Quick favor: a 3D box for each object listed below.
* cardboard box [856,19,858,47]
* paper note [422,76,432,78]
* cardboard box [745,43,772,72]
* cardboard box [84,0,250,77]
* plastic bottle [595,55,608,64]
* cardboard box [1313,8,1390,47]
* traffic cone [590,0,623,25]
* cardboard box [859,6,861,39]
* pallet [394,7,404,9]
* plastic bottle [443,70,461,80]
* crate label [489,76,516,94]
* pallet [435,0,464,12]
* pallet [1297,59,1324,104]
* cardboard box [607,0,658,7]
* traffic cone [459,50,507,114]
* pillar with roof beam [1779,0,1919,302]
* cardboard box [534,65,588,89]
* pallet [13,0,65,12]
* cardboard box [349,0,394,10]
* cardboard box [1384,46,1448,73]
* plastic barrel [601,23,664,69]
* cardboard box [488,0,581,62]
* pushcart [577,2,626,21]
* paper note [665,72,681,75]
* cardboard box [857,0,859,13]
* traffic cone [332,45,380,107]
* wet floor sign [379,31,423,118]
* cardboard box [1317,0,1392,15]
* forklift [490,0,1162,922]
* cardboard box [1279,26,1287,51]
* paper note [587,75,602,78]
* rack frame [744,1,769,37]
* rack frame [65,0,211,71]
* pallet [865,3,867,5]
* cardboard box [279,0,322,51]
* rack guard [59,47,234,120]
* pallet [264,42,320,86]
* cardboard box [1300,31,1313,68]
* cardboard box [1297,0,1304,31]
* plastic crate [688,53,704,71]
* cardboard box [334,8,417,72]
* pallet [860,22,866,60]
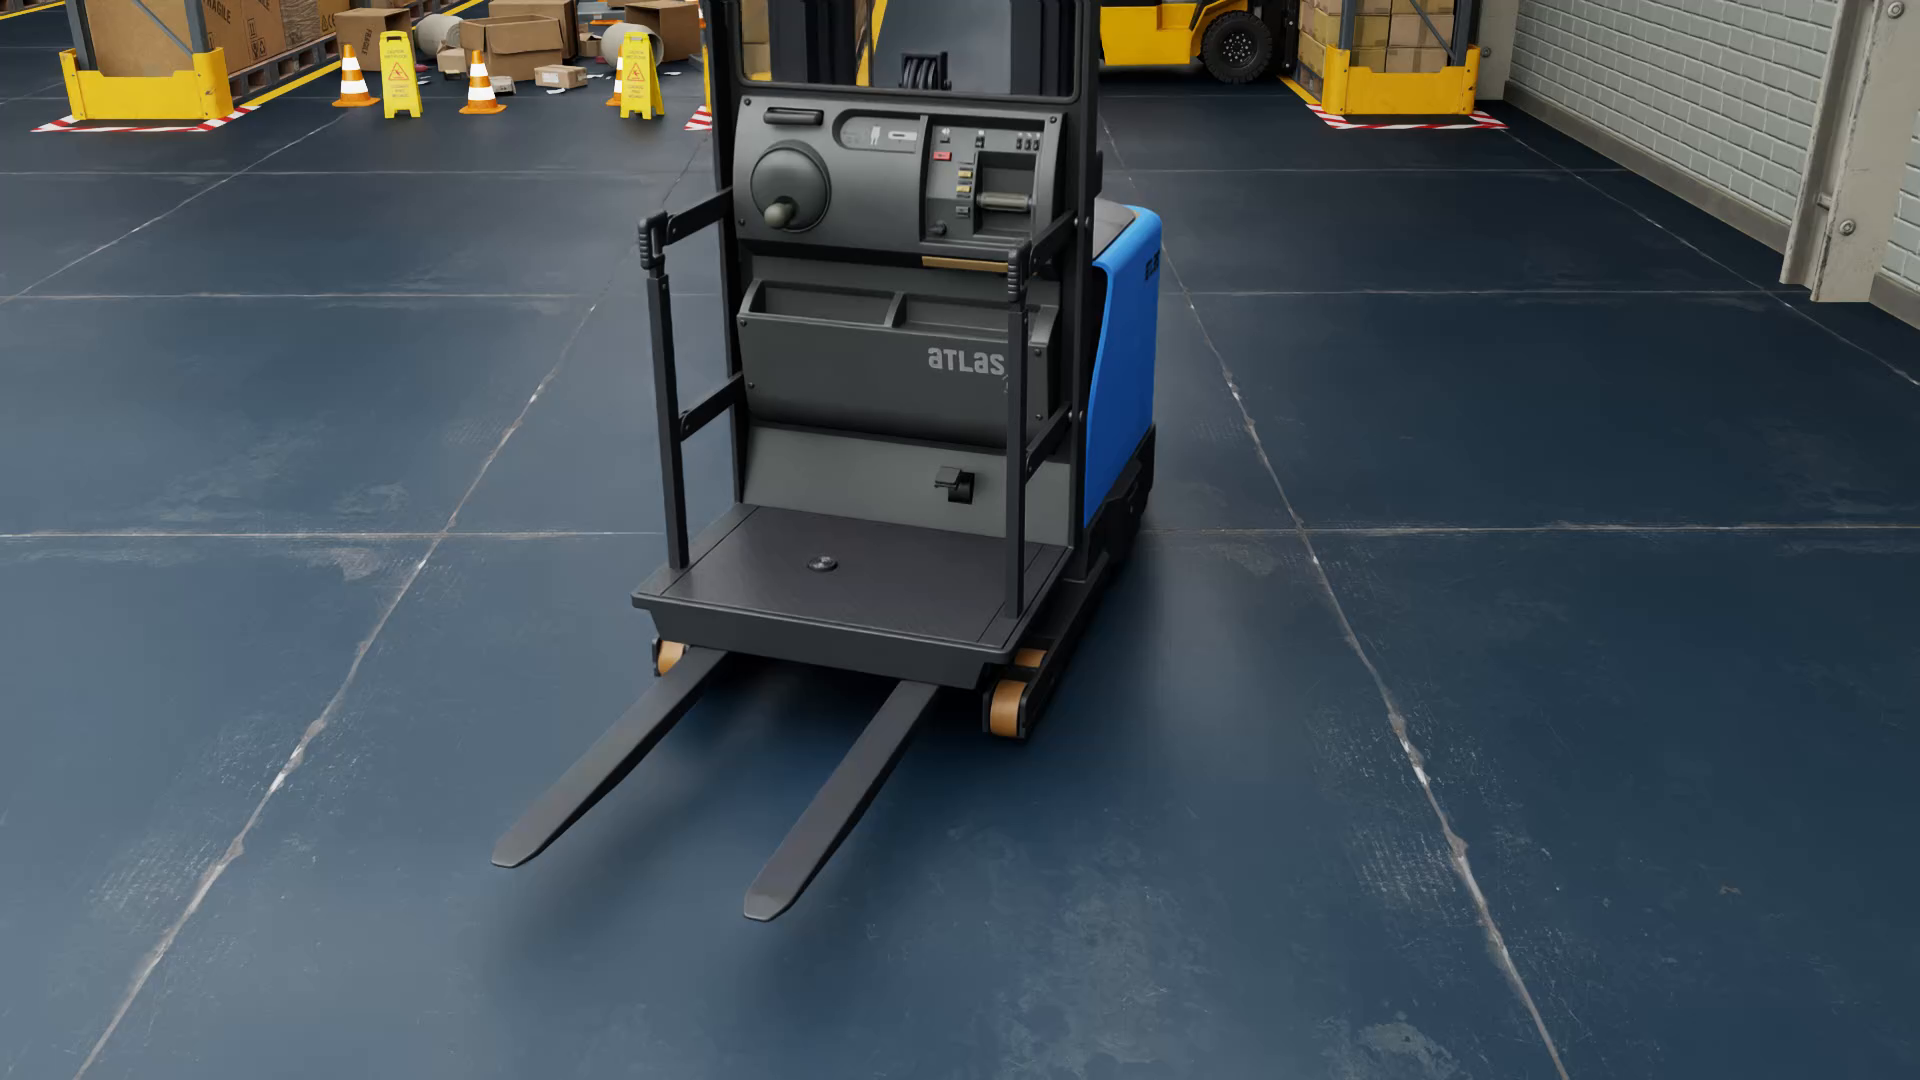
[{"bbox_3d":[-1.195,-4.518,14.927,0.500,0.250,0.500,1,24,3],"label":"cardboard box"},{"bbox_3d":[-4.795,-4.151,14.915,0.032,0.001,0.123,13,27,27],"label":"paper note"},{"bbox_3d":[-1.725,-4.091,13.983,0.500,0.250,0.500,0,24,-1],"label":"cardboard box"},{"bbox_3d":[-6.469,-4.249,13.574,0.875,0.875,0.875,0,24,0],"label":"cardboard box"},{"bbox_3d":[-3.351,-4.580,15.802,0.133,0.061,0.283,4,25,9],"label":"plastic bottle"},{"bbox_3d":[3.199,-4.200,13.617,0.500,0.250,0.500,-1,24,-1],"label":"cardboard box"},{"bbox_3d":[-3.907,-5.923,18.284,0.336,0.463,0.334,0,24,-1],"label":"traffic cone"},{"bbox_3d":[-1.199,-4.936,15.850,0.500,0.250,0.500,-1,24,-2],"label":"cardboard box"},{"bbox_3d":[-6.523,-5.442,17.527,1.003,0.211,1.213,0,24,-1],"label":"pallet"},{"bbox_3d":[-4.554,-4.172,14.901,0.133,0.061,0.283,-9,26,-19],"label":"plastic bottle"},{"bbox_3d":[-3.918,-3.856,14.111,0.250,0.136,0.298,-14,28,-28],"label":"crate label"},{"bbox_3d":[-6.549,-6.448,19.750,1.003,0.211,1.213,0,24,-1],"label":"pallet"},{"bbox_3d":[3.467,-3.879,14.070,1.003,0.211,1.213,0,24,-1],"label":"pallet"},{"bbox_3d":[-3.270,-5.645,16.705,0.500,0.500,0.500,0,24,-1],"label":"cardboard box"},{"bbox_3d":[-3.847,-3.681,13.328,0.336,0.463,0.334,0,24,-1],"label":"traffic cone"},{"bbox_3d":[0.171,-5.367,6.697,9.100,9.000,0.400,0,24,-1],"label":"pillar with roof beam"},{"bbox_3d":[-3.481,-4.043,14.508,0.380,0.149,0.250,13,27,27],"label":"cardboard box"},{"bbox_3d":[-11.436,-6.470,19.800,1.003,0.211,1.213,0,24,-1],"label":"pallet"},{"bbox_3d":[-6.536,-5.817,17.192,1.050,0.750,0.750,0,24,-1],"label":"cardboard box"},{"bbox_3d":[3.707,-3.976,13.729,0.500,0.250,0.500,0,24,0],"label":"cardboard box"},{"bbox_3d":[-2.983,-4.481,15.145,0.512,0.421,0.421,19,30,35],"label":"plastic barrel"},{"bbox_3d":[-4.016,-4.833,15.660,0.797,0.637,0.503,0,24,-1],"label":"cardboard box"},{"bbox_3d":[-3.770,-5.233,16.863,1.648,0.377,0.936,-9,26,-19],"label":"pushcart"},{"bbox_3d":[-2.602,-4.240,15.088,0.142,0.019,0.148,-9,26,-19],"label":"paper note"},{"bbox_3d":[-1.201,-5.077,15.252,0.500,0.500,0.500,1,24,2],"label":"cardboard box"},{"bbox_3d":[-4.981,-3.816,13.626,0.336,0.463,0.334,0,24,-1],"label":"traffic cone"},{"bbox_3d":[-4.415,-3.671,13.084,0.267,0.644,0.232,-4,25,-10],"label":"wet floor sign"},{"bbox_3d":[3.200,-4.417,13.490,0.500,0.250,0.500,1,24,1],"label":"cardboard box"},{"bbox_3d":[-0.245,-0.976,4.351,1.130,2.935,3.031,8,25,16],"label":"forklift"},{"bbox_3d":[3.175,-4.590,15.087,0.500,0.250,0.500,1,24,1],"label":"cardboard box"},{"bbox_3d":[-3.307,-4.184,14.978,0.148,0.019,0.142,8,26,18],"label":"paper note"},{"bbox_3d":[-1.447,-4.811,12.747,1.000,3.000,0.127,0,24,-1],"label":"rack frame"},{"bbox_3d":[-6.395,-4.747,12.606,1.000,3.000,0.127,0,24,-1],"label":"rack frame"},{"bbox_3d":[-1.516,-6.013,18.789,1.003,0.211,1.213,0,24,-1],"label":"pallet"},{"bbox_3d":[-6.488,-4.987,15.206,0.875,0.875,0.875,0,24,0],"label":"cardboard box"},{"bbox_3d":[-6.395,-3.598,13.099,1.175,0.500,0.348,0,24,-1],"label":"rack guard"},{"bbox_3d":[-6.493,-4.307,15.017,1.003,0.211,1.213,0,24,-1],"label":"pallet"},{"bbox_3d":[3.200,-4.170,14.158,0.500,0.250,0.500,0,24,-1],"label":"cardboard box"},{"bbox_3d":[3.178,-4.619,14.544,0.500,0.250,0.500,-1,24,-2],"label":"cardboard box"},{"bbox_3d":[-2.293,-4.478,15.554,0.402,0.080,0.583,-9,26,-19],"label":"plastic crate"},{"bbox_3d":[-5.396,-4.622,15.360,0.500,0.500,0.500,4,25,9],"label":"cardboard box"},{"bbox_3d":[-1.448,-4.912,16.354,1.003,0.211,1.213,0,24,-1],"label":"pallet"}]
